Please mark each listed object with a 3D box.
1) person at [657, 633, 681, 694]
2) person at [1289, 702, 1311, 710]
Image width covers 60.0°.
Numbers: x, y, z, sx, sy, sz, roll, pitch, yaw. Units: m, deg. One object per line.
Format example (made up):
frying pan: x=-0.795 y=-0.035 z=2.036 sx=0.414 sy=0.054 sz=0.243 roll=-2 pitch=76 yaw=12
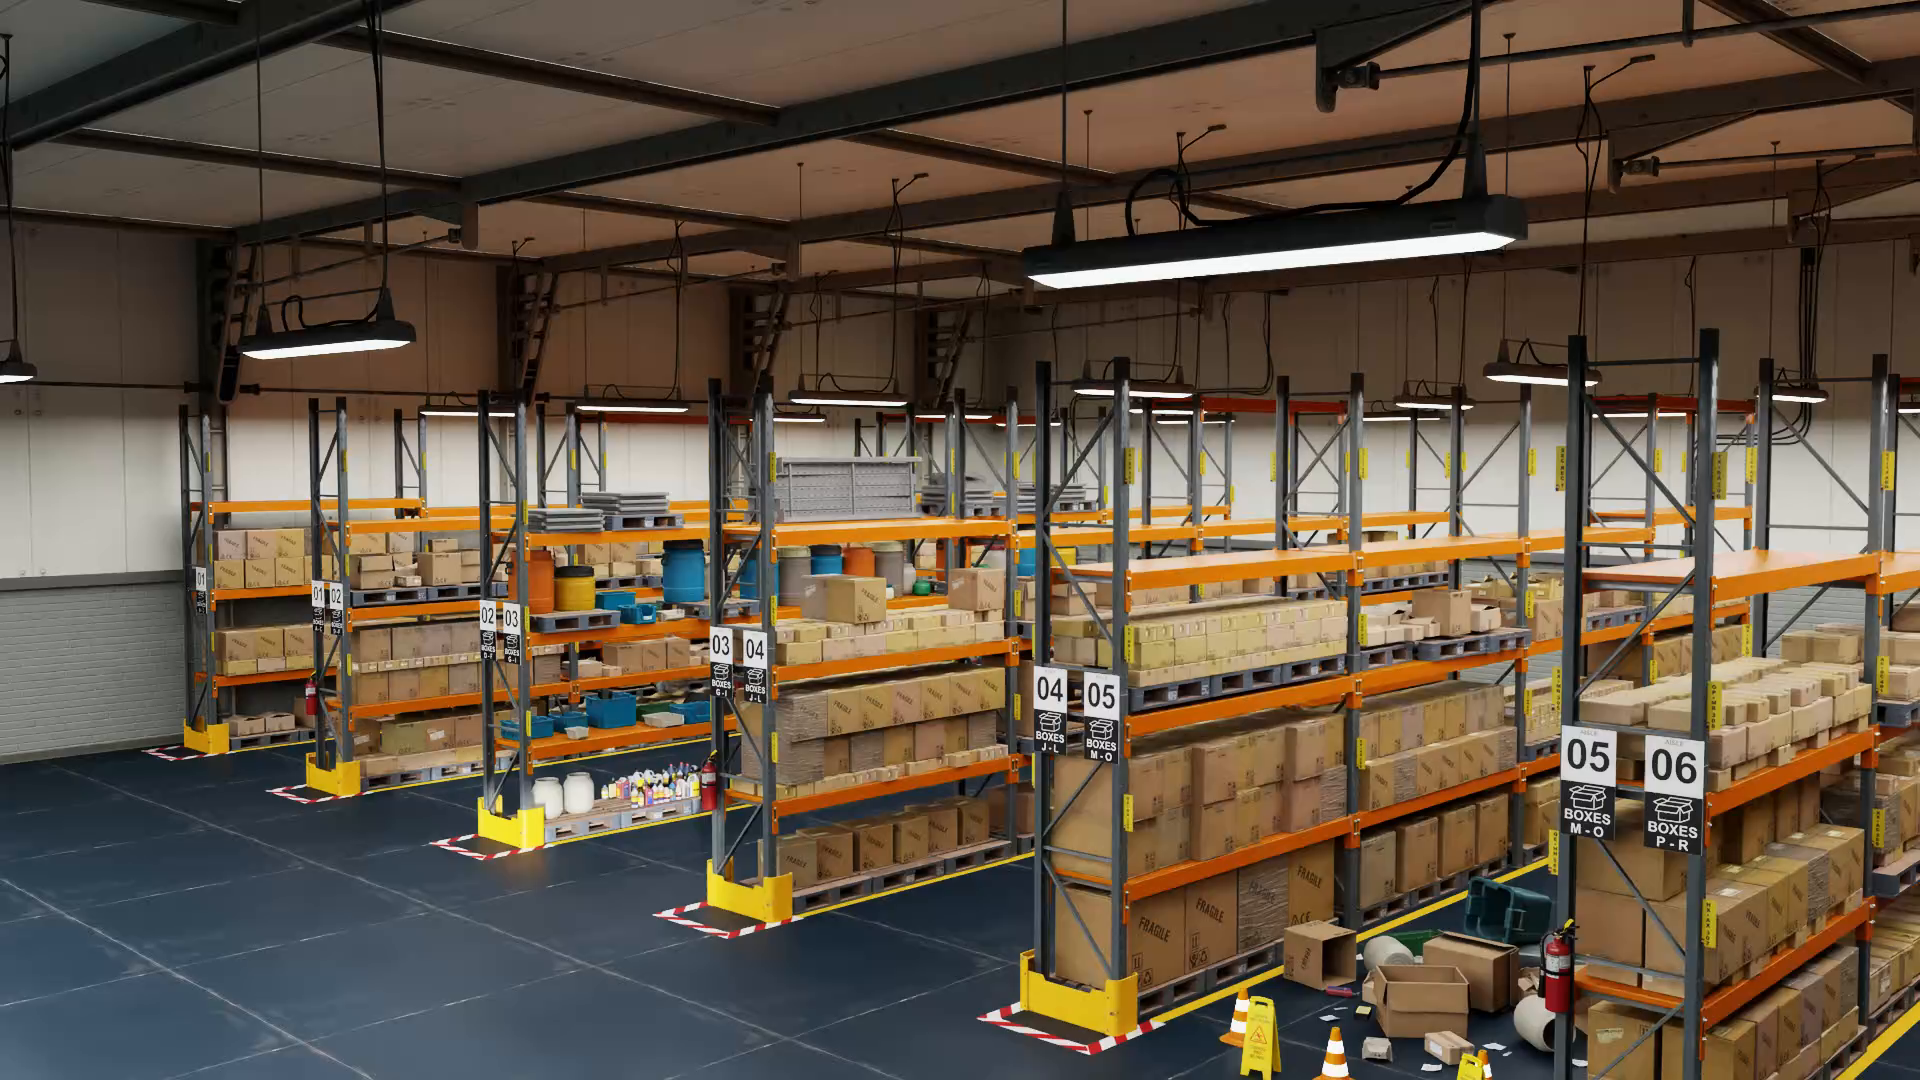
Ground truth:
person: x=-5.756 y=2.554 z=32.984 sx=0.720 sy=1.761 sz=0.794 roll=2 pitch=4 yaw=40
person: x=4.788 y=3.034 z=23.870 sx=0.765 sy=1.749 sz=0.615 roll=3 pitch=4 yaw=41
